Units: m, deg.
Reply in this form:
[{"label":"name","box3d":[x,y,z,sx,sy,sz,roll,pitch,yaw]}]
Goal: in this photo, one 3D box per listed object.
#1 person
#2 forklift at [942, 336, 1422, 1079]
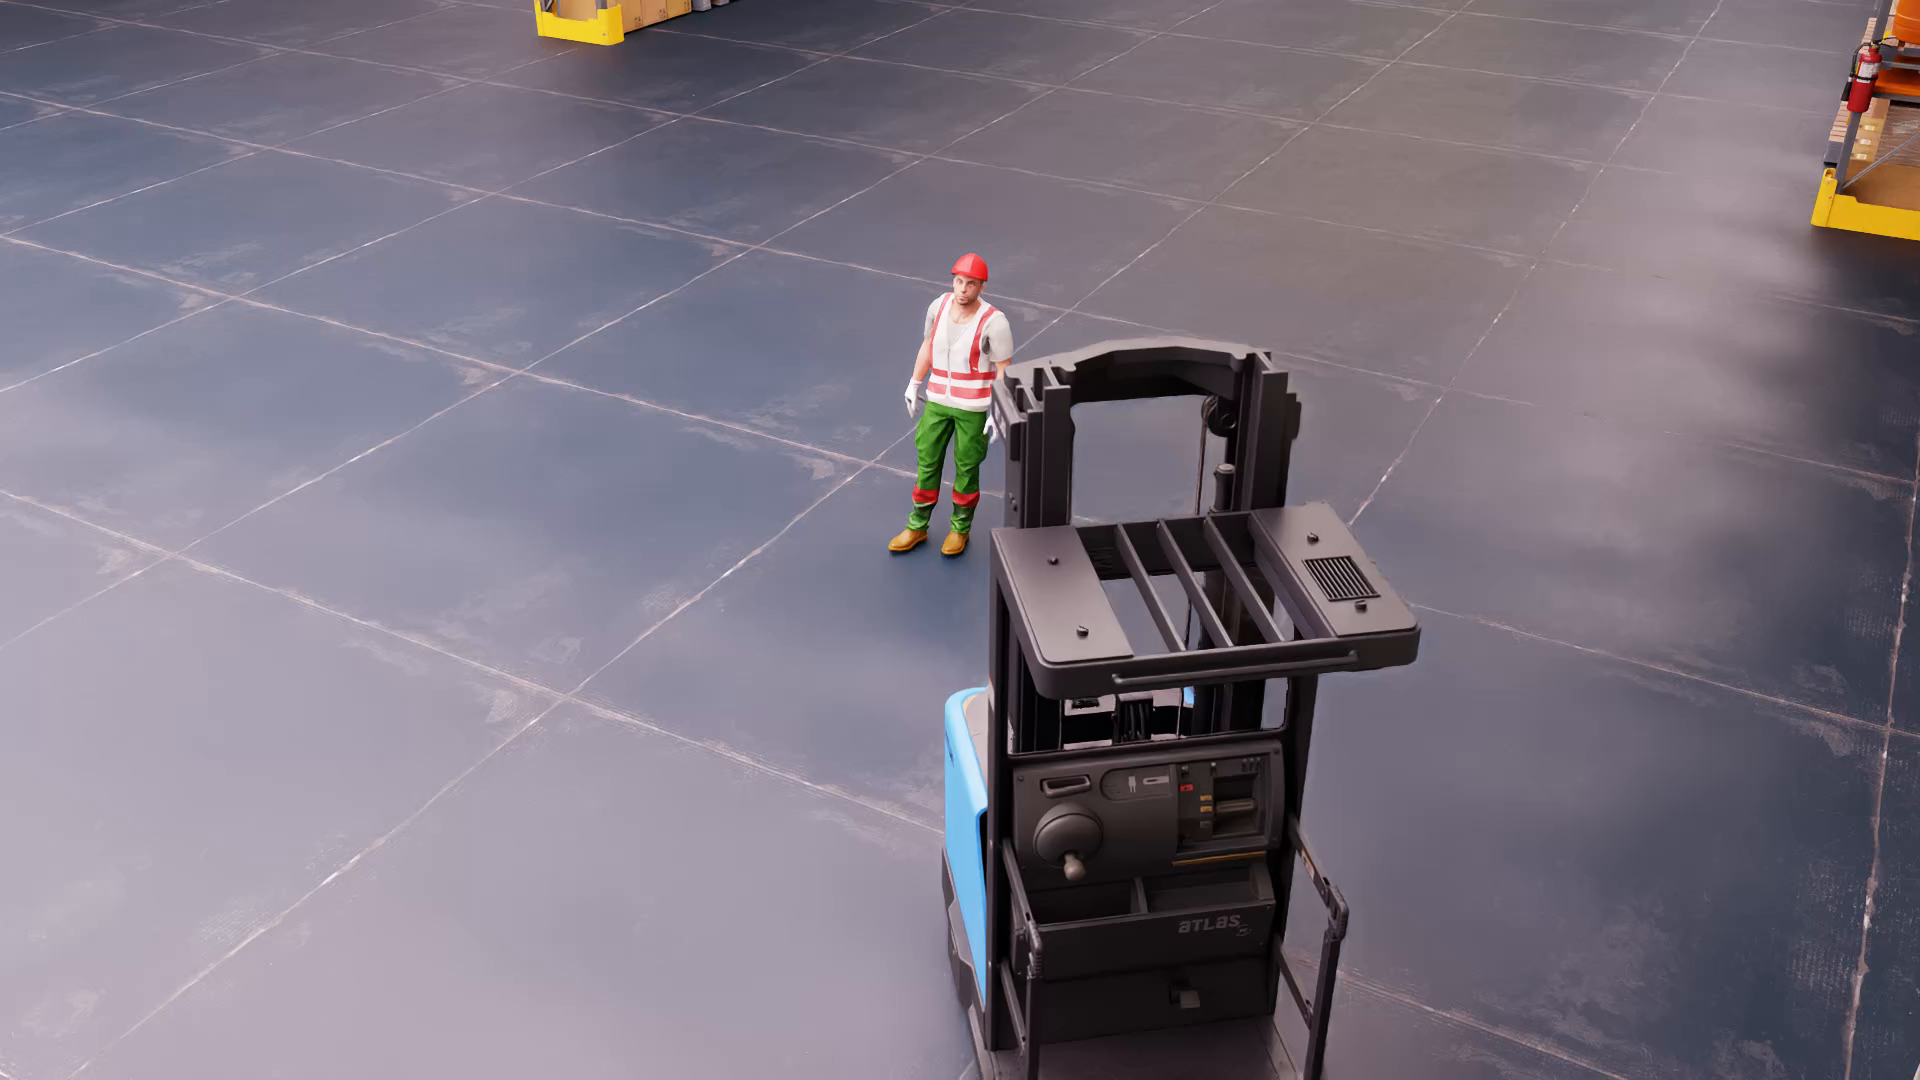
[{"label":"person","box3d":[-0.048,-0.748,9.495,0.638,1.789,0.562,15,33,25]},{"label":"forklift","box3d":[0.677,0.959,5.409,1.130,2.935,3.031,-5,30,-8]}]
